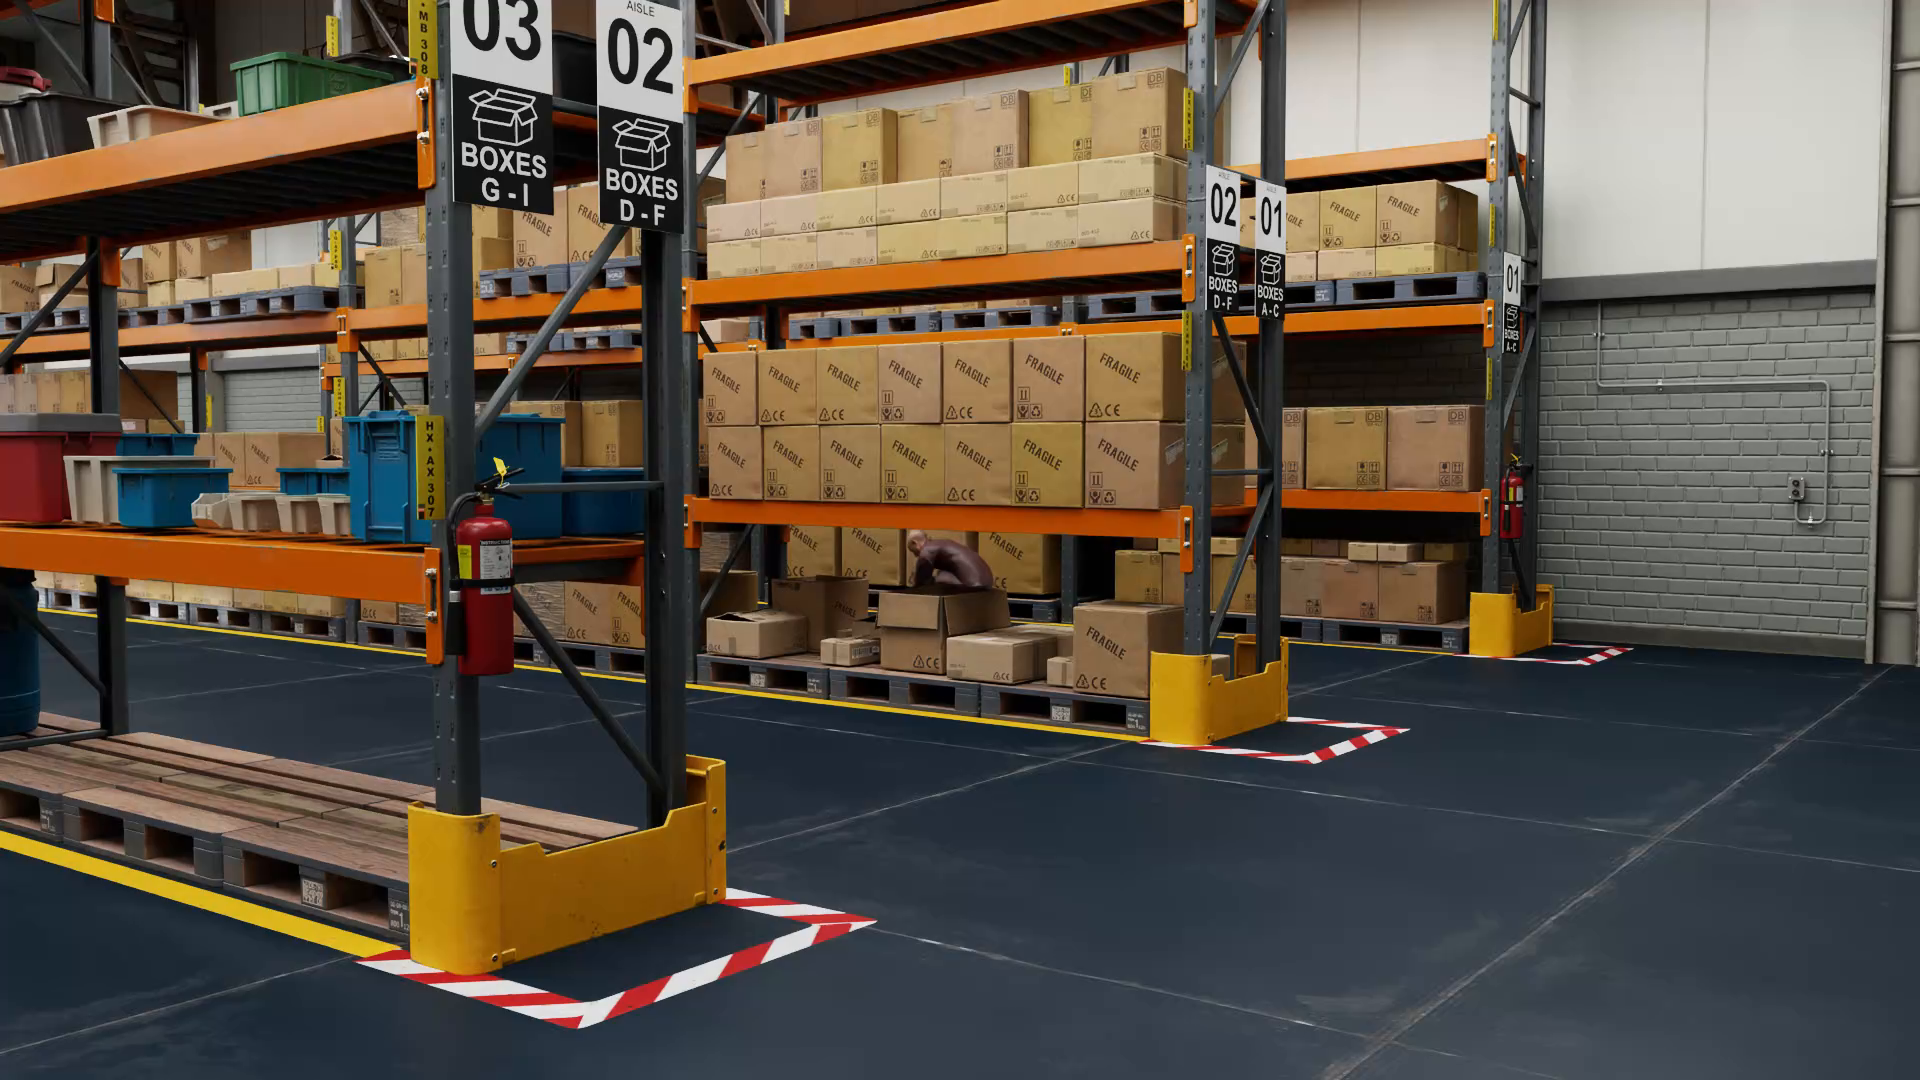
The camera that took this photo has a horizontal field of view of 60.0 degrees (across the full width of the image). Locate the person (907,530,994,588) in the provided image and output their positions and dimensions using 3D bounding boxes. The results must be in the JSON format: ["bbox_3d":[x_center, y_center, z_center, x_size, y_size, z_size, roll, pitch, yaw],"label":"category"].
[{"bbox_3d":[-0.103,0.387,15.099,0.872,0.879,0.590,2,4,36],"label":"person"}]
